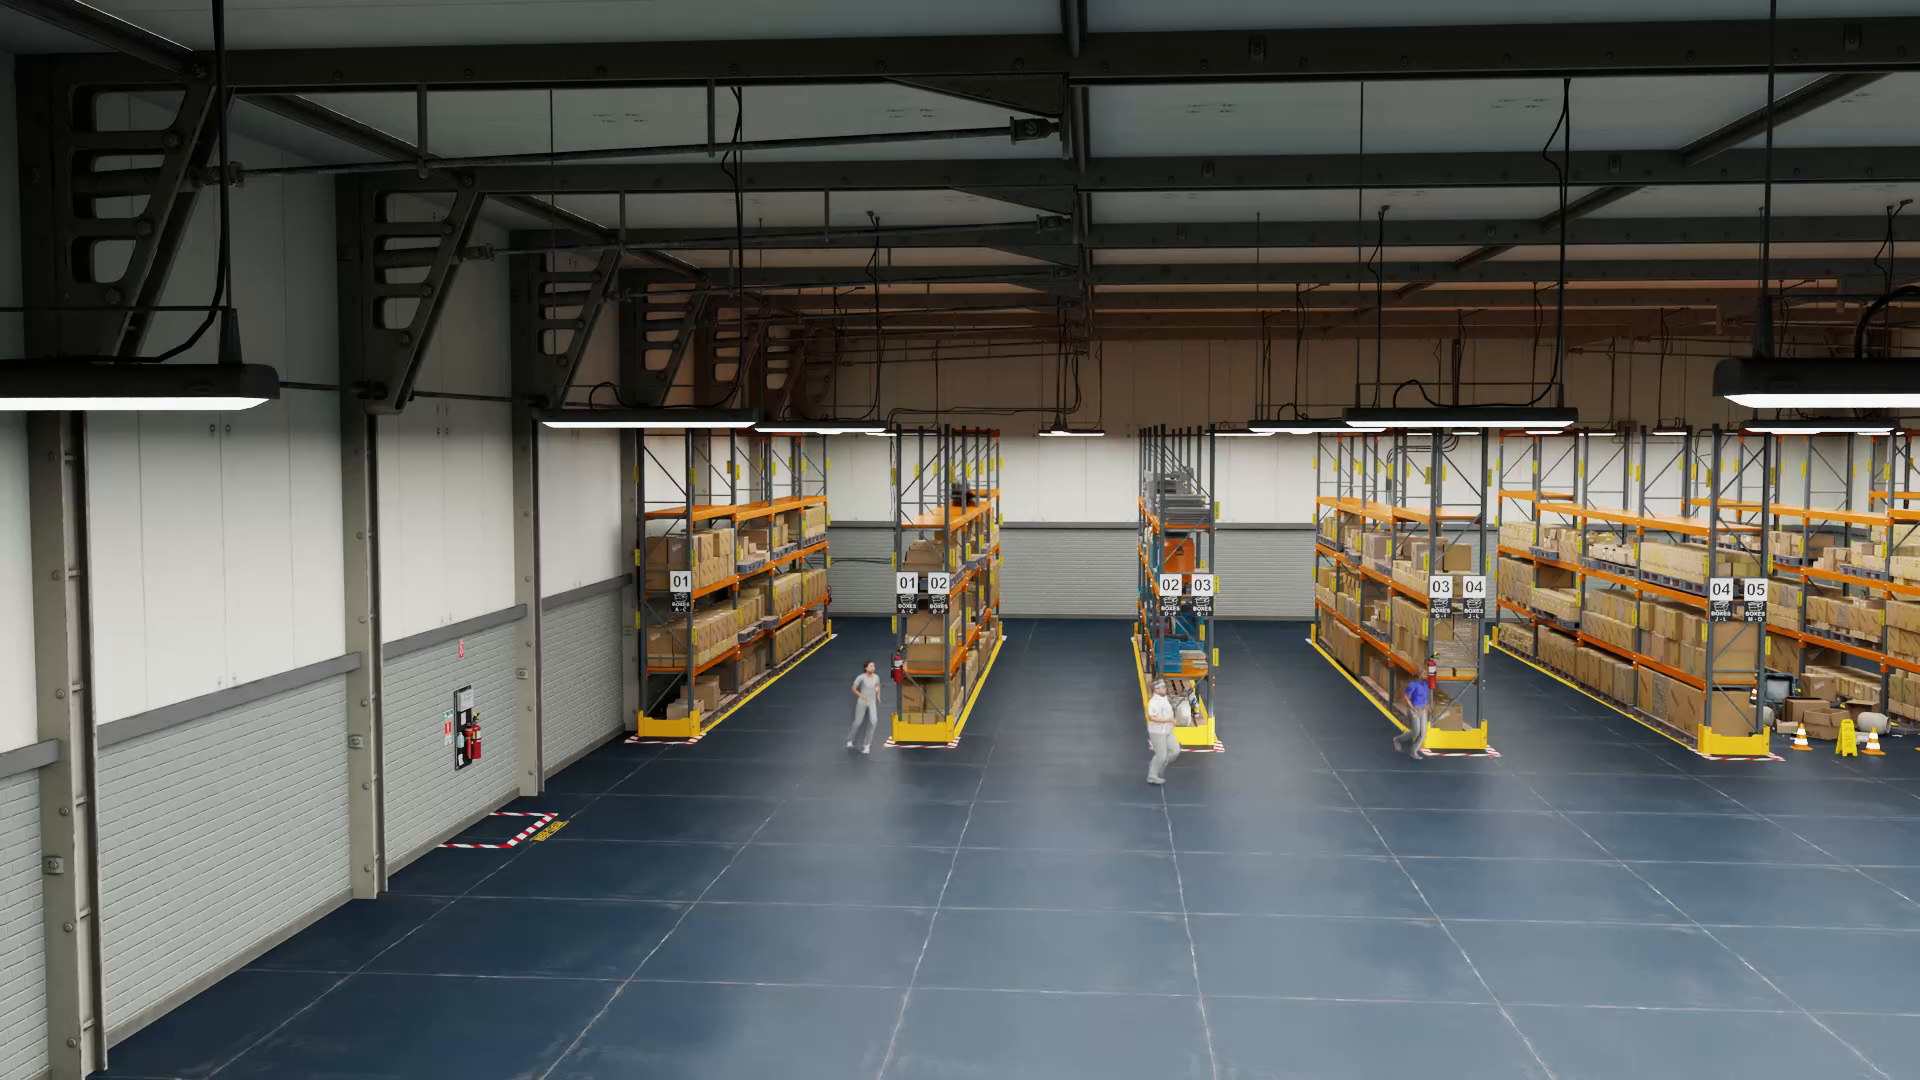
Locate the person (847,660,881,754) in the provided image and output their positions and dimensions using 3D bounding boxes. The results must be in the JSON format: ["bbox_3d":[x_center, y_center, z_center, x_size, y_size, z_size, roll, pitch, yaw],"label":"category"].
[{"bbox_3d":[-1.713,3.041,30.559,0.650,1.688,0.750,-2,4,-24],"label":"person"}]

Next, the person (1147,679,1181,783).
[{"bbox_3d":[3.396,3.169,27.541,0.617,1.760,0.648,2,4,33],"label":"person"}]

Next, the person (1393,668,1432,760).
[{"bbox_3d":[8.225,3.106,29.999,0.596,1.619,0.593,-2,4,-34],"label":"person"}]

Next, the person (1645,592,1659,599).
[{"bbox_3d":[19.678,1.976,47.234,0.935,1.778,0.694,1,4,18],"label":"person"}]
